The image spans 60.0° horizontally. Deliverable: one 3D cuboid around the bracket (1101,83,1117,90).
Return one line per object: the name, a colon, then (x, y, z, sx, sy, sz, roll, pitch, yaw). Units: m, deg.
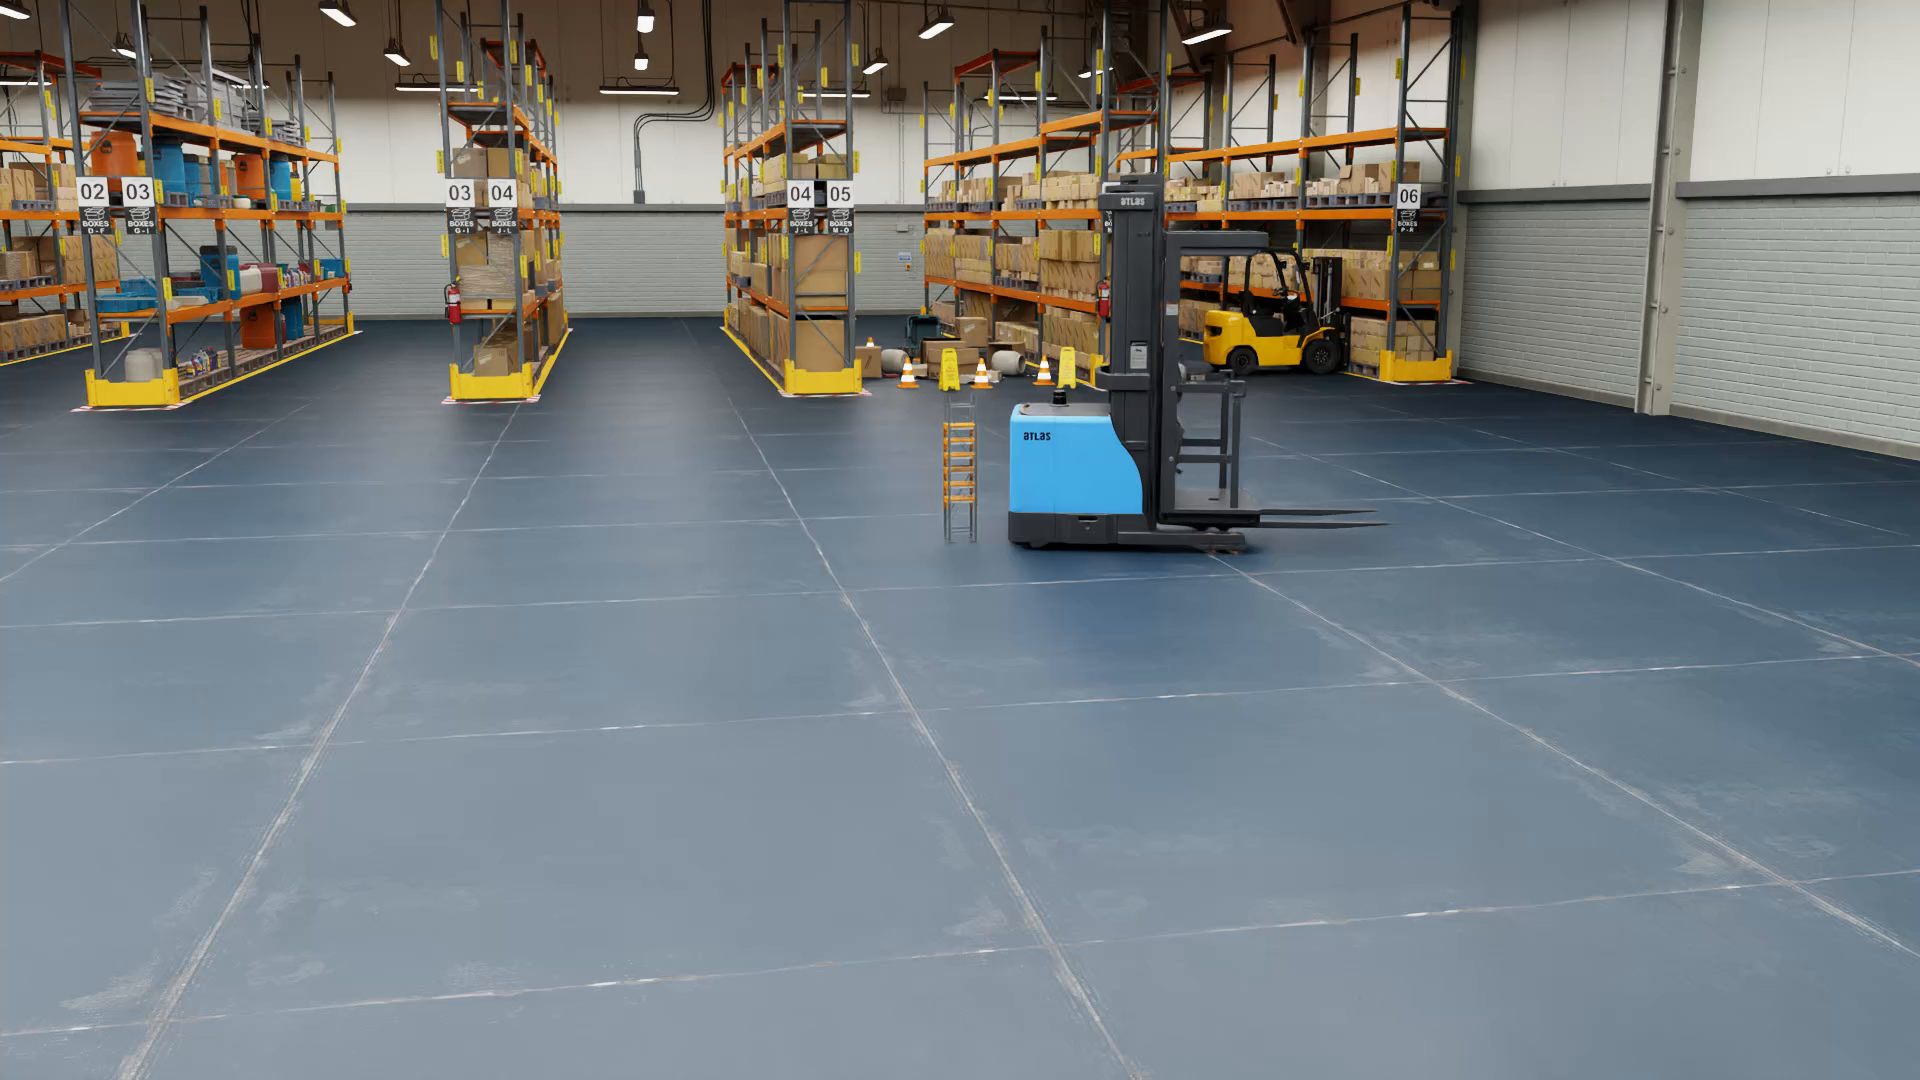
bracket: (3.860, -12.901, 47.786, 0.076, 0.066, 5.218, -2, 11, -11)

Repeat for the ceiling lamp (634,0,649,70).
ceiling lamp: (-6.472, -11.570, 34.804, 0.800, 3.185, 2.000, -2, 11, -11)

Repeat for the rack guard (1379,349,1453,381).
rack guard: (7.590, -2.916, 27.681, 1.175, 0.500, 0.348, -2, 11, -11)

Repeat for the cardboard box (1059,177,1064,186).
cardboard box: (1.924, -6.185, 28.687, 0.380, 0.149, 0.250, -2, 11, -13)

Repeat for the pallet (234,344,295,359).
pallet: (-13.613, -3.667, 32.400, 1.003, 0.211, 1.213, -2, 11, -11)

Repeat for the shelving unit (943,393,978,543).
shelving unit: (0.003, -0.587, 13.570, 0.258, 1.200, 0.189, -2, 11, -11)

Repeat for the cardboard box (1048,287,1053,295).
cardboard box: (1.785, -4.464, 29.798, 0.380, 0.149, 0.250, -2, 11, -9)

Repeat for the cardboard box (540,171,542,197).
cardboard box: (-8.222, -6.764, 31.586, 0.500, 0.500, 0.500, -2, 11, -10)

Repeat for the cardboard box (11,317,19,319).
cardboard box: (-18.996, -4.150, 32.985, 0.500, 0.500, 0.500, -2, 11, -10)

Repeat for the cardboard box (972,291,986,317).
cardboard box: (0.765, -5.055, 36.790, 0.875, 0.875, 0.875, -2, 11, -9)

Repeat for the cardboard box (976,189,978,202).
cardboard box: (0.550, -7.288, 35.181, 0.396, 0.266, 0.258, -2, 11, -12)

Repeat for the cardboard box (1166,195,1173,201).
cardboard box: (4.935, -7.837, 38.109, 0.380, 0.149, 0.250, -2, 11, -10)

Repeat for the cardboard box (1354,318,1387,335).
cardboard box: (7.084, -3.662, 28.470, 0.500, 0.250, 0.500, -2, 11, -10)

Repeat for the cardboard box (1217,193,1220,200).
cardboard box: (5.693, -7.316, 35.425, 0.380, 0.149, 0.250, -2, 11, -12)

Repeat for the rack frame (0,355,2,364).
rack frame: (-18.278, -4.715, 30.445, 1.000, 3.000, 0.127, -2, 11, -11)

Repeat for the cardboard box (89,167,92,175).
cardboard box: (-19.718, -8.102, 37.279, 0.700, 0.500, 0.500, -2, 11, -11)

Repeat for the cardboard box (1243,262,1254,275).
cardboard box: (6.056, -5.509, 33.682, 0.500, 0.250, 0.500, -2, 11, -12)

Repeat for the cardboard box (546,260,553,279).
cardboard box: (-8.781, -5.595, 34.801, 0.500, 0.500, 0.500, -2, 11, -12)

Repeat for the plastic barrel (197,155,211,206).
plastic barrel: (-13.079, -6.086, 28.285, 0.600, 0.901, 0.600, 0, 11, 0)

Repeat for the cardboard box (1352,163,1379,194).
cardboard box: (7.159, -6.191, 28.518, 0.700, 0.500, 0.500, -2, 11, -11)

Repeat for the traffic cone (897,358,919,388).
traffic cone: (-0.830, -2.672, 26.496, 0.336, 0.463, 0.334, -2, 11, -11)

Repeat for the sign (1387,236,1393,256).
sign: (7.050, -4.817, 27.250, 0.100, 0.325, 0.005, -2, 11, -11)

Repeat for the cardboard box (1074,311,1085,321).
cardboard box: (2.122, -3.759, 27.912, 0.380, 0.149, 0.250, -2, 11, -10)

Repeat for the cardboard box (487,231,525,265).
cardboard box: (-6.844, -4.404, 25.077, 0.500, 0.500, 0.500, -2, 11, -11)

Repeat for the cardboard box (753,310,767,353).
cardboard box: (-3.290, -3.891, 31.013, 1.050, 0.750, 0.750, -2, 11, -11)

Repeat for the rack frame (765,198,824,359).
rack frame: (-2.897, -4.503, 29.330, 1.000, 3.000, 0.127, -2, 11, -11)

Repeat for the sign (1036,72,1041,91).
sign: (1.395, -8.164, 29.599, 0.100, 0.325, 0.005, -2, 11, -11)

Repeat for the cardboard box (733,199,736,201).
cardboard box: (-4.792, -7.691, 37.122, 0.500, 0.250, 0.500, -3, 11, -14)

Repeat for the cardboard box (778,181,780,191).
cardboard box: (-2.664, -5.563, 26.160, 0.380, 0.149, 0.250, -2, 11, -10)

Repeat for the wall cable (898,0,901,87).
wall cable: (-2.805, -14.085, 45.983, 2.355, 3.000, 0.029, -2, 11, -11)

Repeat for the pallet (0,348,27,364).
pallet: (-18.386, -3.483, 31.433, 1.003, 0.211, 1.213, -2, 11, -11)

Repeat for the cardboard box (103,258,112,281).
cardboard box: (-19.375, -6.064, 37.266, 0.500, 0.500, 0.500, -2, 11, -11)

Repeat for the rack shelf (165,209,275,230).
rack shelf: (-13.029, -5.648, 29.248, 1.077, 0.370, 4.000, -2, 11, -11)

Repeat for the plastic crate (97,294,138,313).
plastic crate: (-12.253, -3.435, 24.118, 0.499, 0.251, 0.616, -2, 11, -11)

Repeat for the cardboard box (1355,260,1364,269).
cardboard box: (7.038, -4.759, 28.673, 0.380, 0.149, 0.250, -2, 11, -13)

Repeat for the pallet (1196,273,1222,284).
pallet: (5.828, -5.643, 35.837, 1.213, 0.211, 1.003, -2, 11, -11)

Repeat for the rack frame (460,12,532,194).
rack frame: (-7.782, -7.288, 27.919, 1.000, 3.000, 0.127, -2, 11, -11)

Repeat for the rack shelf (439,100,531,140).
rack shelf: (-7.393, -6.566, 26.059, 1.077, 0.370, 4.000, -2, 11, -11)

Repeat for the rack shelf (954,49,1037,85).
rack shelf: (0.772, -10.028, 35.351, 1.077, 0.370, 4.000, -2, 11, -11)

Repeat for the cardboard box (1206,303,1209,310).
cardboard box: (5.593, -5.093, 36.260, 0.380, 0.149, 0.250, -2, 11, -13)

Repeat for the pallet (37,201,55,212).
pallet: (-18.998, -6.707, 33.395, 1.213, 0.211, 1.003, -2, 11, -11)

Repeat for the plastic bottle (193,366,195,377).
plastic bottle: (-11.929, -2.631, 25.806, 0.097, 0.201, 0.097, 0, 11, 0)

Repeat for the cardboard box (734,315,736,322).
cardboard box: (-4.960, -5.066, 37.995, 0.380, 0.149, 0.250, -3, 11, -13)

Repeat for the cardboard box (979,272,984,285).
cardboard box: (0.693, -5.537, 35.169, 0.500, 0.250, 0.500, -2, 11, -10)

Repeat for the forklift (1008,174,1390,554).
forklift: (1.922, -1.432, 13.380, 3.031, 2.935, 1.130, 1, 11, 4)

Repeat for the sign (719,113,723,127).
sign: (-5.763, -10.129, 40.134, 0.100, 0.325, 0.005, -2, 11, -11)

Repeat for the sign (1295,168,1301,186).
sign: (6.277, -6.743, 30.854, 0.100, 0.325, 0.005, -2, 11, -11)

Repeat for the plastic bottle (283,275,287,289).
plastic bottle: (-13.342, -5.096, 32.792, 0.097, 0.271, 0.097, 0, 11, 0)
